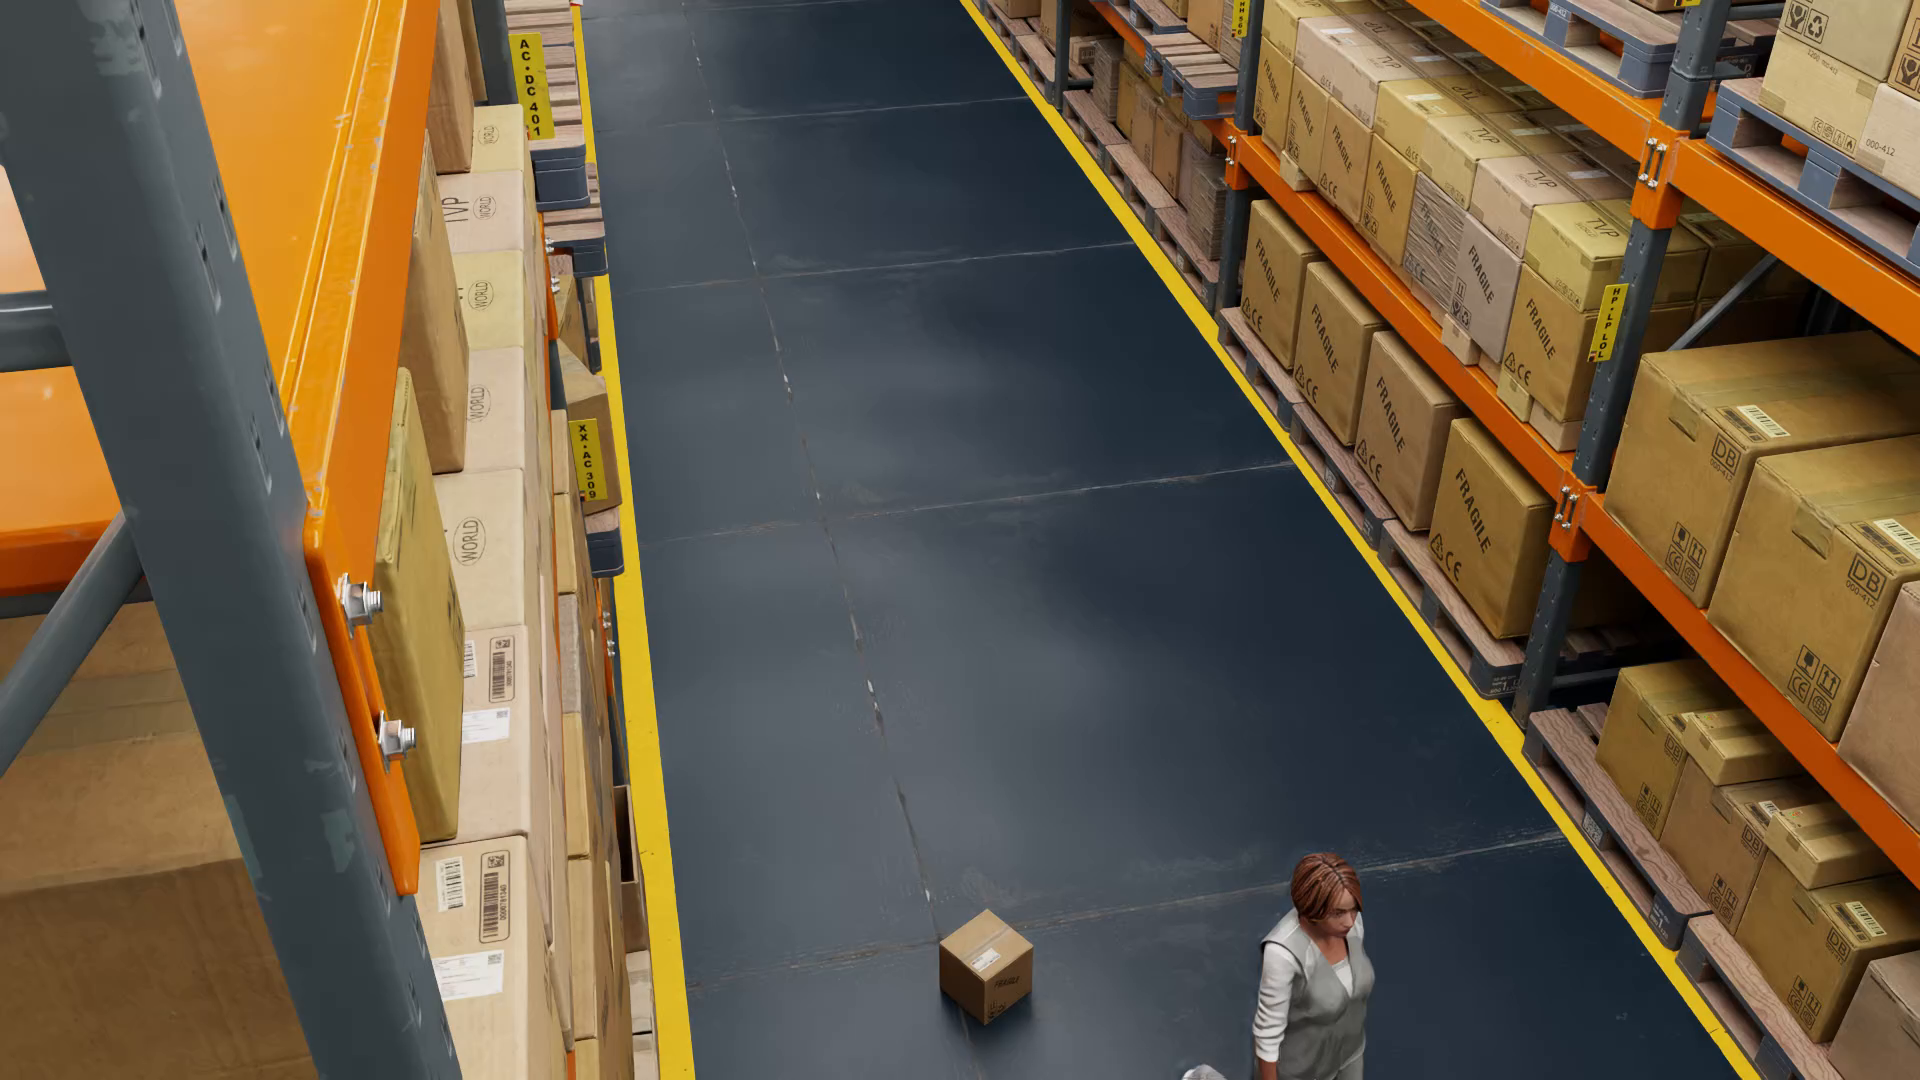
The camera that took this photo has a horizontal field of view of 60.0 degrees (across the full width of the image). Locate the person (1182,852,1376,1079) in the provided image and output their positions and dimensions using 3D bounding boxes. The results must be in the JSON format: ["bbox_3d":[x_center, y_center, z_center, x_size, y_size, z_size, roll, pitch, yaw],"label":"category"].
[{"bbox_3d":[1.018,1.550,5.116,0.423,1.568,0.768,-23,41,-29],"label":"person"}]
